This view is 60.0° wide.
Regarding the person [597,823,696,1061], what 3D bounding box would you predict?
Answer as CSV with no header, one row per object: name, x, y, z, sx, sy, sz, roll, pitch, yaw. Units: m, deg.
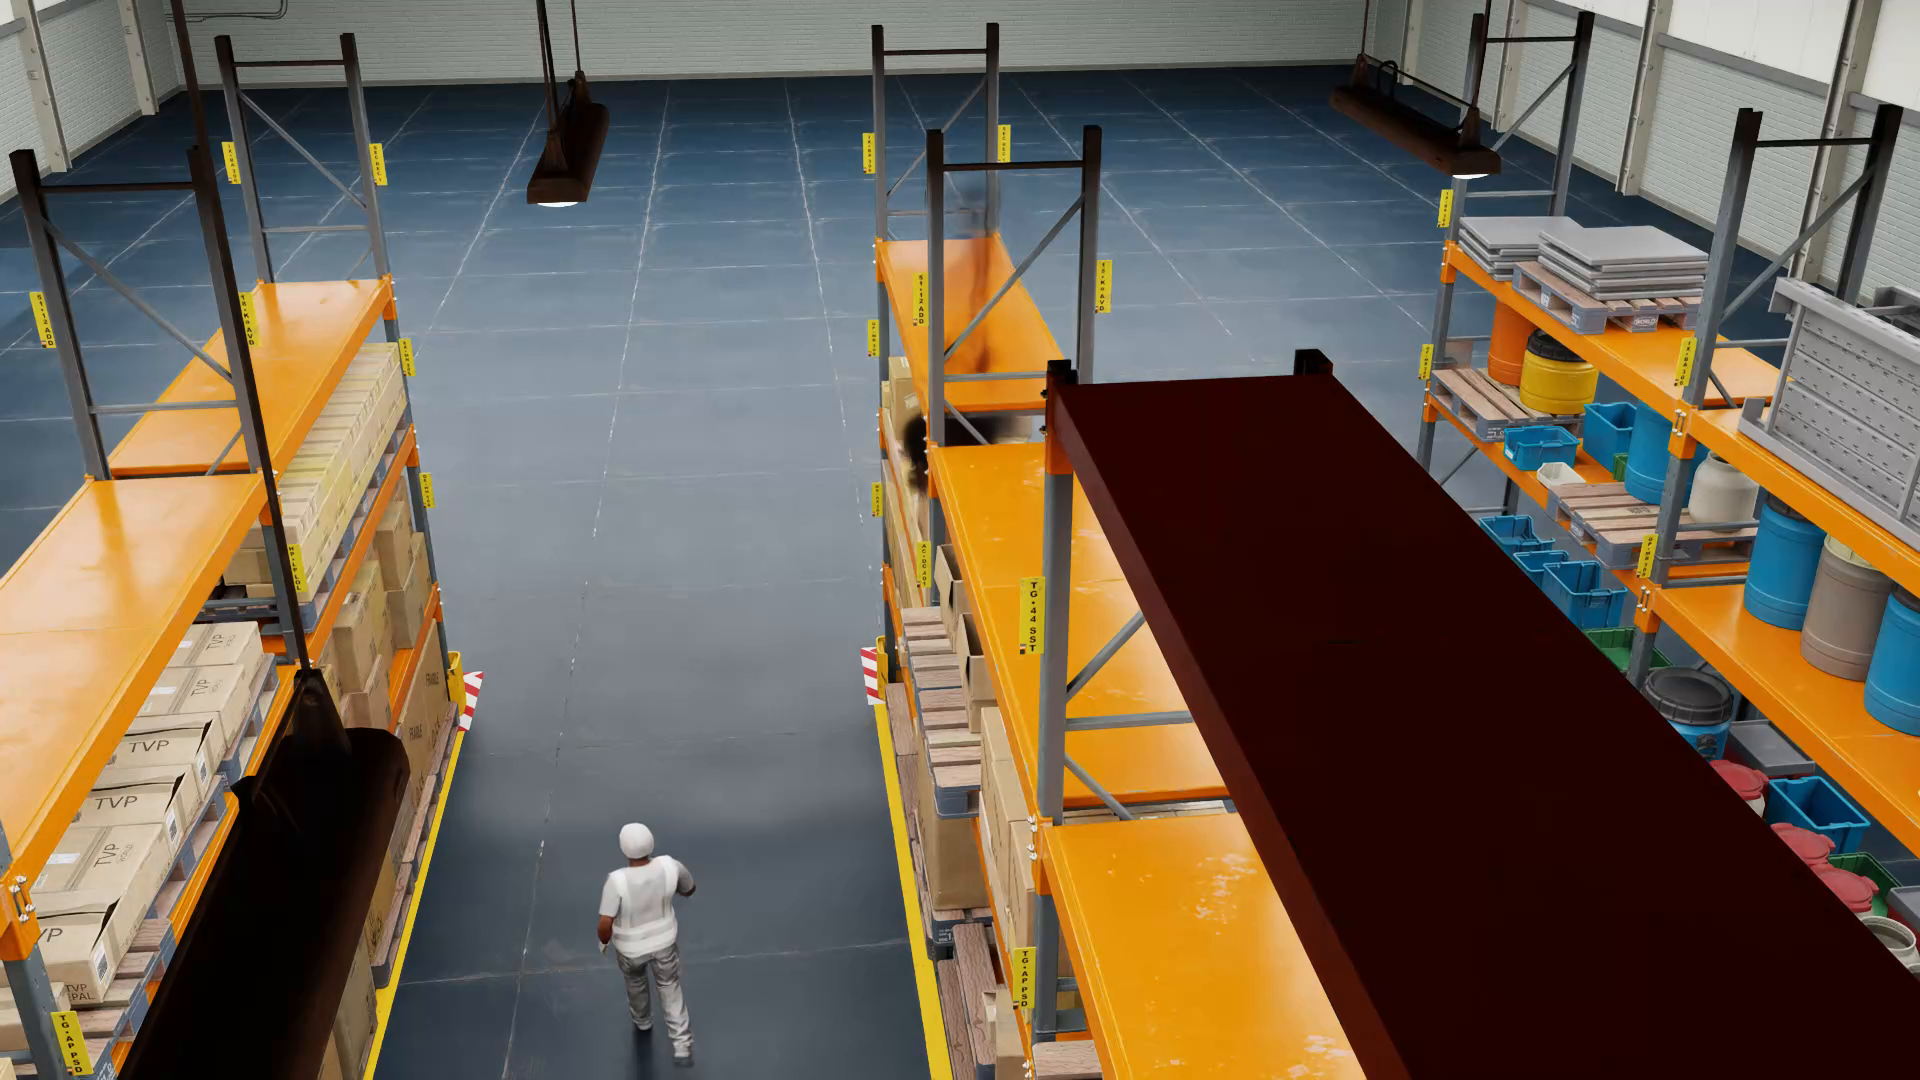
person,-2.036,2.622,10.887,0.704,1.767,0.943,-11,28,-23
